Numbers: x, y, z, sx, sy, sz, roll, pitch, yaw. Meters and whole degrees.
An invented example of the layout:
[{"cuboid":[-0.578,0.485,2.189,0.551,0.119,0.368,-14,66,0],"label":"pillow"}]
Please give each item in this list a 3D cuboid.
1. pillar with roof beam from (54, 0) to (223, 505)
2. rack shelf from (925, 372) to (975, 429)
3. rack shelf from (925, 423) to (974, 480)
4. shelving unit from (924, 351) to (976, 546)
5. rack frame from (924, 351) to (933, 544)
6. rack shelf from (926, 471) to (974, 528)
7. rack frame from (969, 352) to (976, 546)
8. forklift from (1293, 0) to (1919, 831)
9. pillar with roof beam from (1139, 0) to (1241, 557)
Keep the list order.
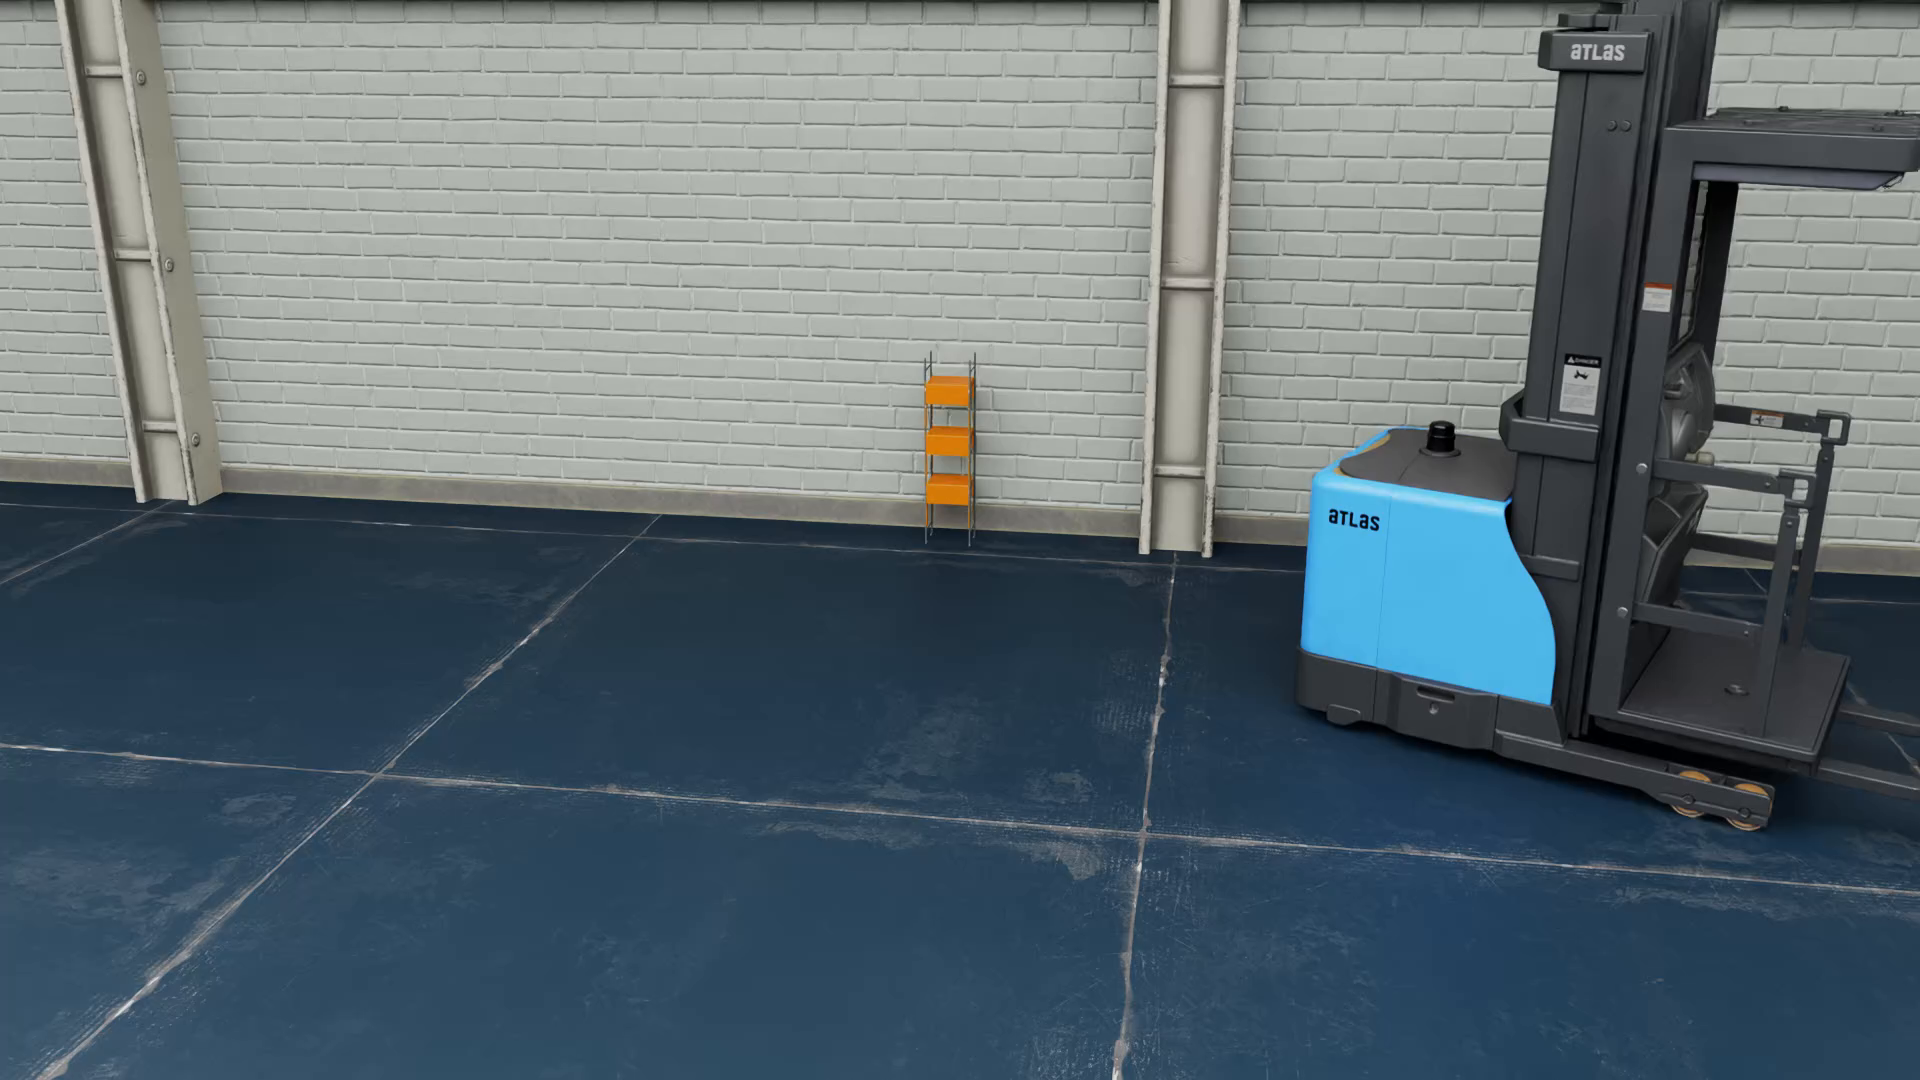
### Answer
[{"cuboid":[-5.410,-3.185,4.639,0.400,9.000,9.100,3,19,9],"label":"pillar with roof beam"},{"cuboid":[-0.053,-0.760,9.058,0.240,0.259,0.215,3,19,9],"label":"rack shelf"},{"cuboid":[-0.053,-0.491,9.148,0.240,0.259,0.215,3,19,9],"label":"rack shelf"},{"cuboid":[-0.053,-0.501,9.145,0.252,1.050,0.215,3,19,9],"label":"shelving unit"},{"cuboid":[-0.173,-0.507,9.163,0.008,1.050,0.200,3,19,9],"label":"rack frame"},{"cuboid":[-0.053,-0.227,9.236,0.240,0.259,0.215,3,19,9],"label":"rack shelf"},{"cuboid":[0.068,-0.494,9.126,0.008,1.050,0.200,3,19,9],"label":"rack frame"},{"cuboid":[2.933,-0.515,6.222,3.031,2.935,1.130,12,22,31],"label":"forklift"},{"cuboid":[0.514,-2.883,3.737,0.400,9.000,9.100,3,19,9],"label":"pillar with roof beam"}]
